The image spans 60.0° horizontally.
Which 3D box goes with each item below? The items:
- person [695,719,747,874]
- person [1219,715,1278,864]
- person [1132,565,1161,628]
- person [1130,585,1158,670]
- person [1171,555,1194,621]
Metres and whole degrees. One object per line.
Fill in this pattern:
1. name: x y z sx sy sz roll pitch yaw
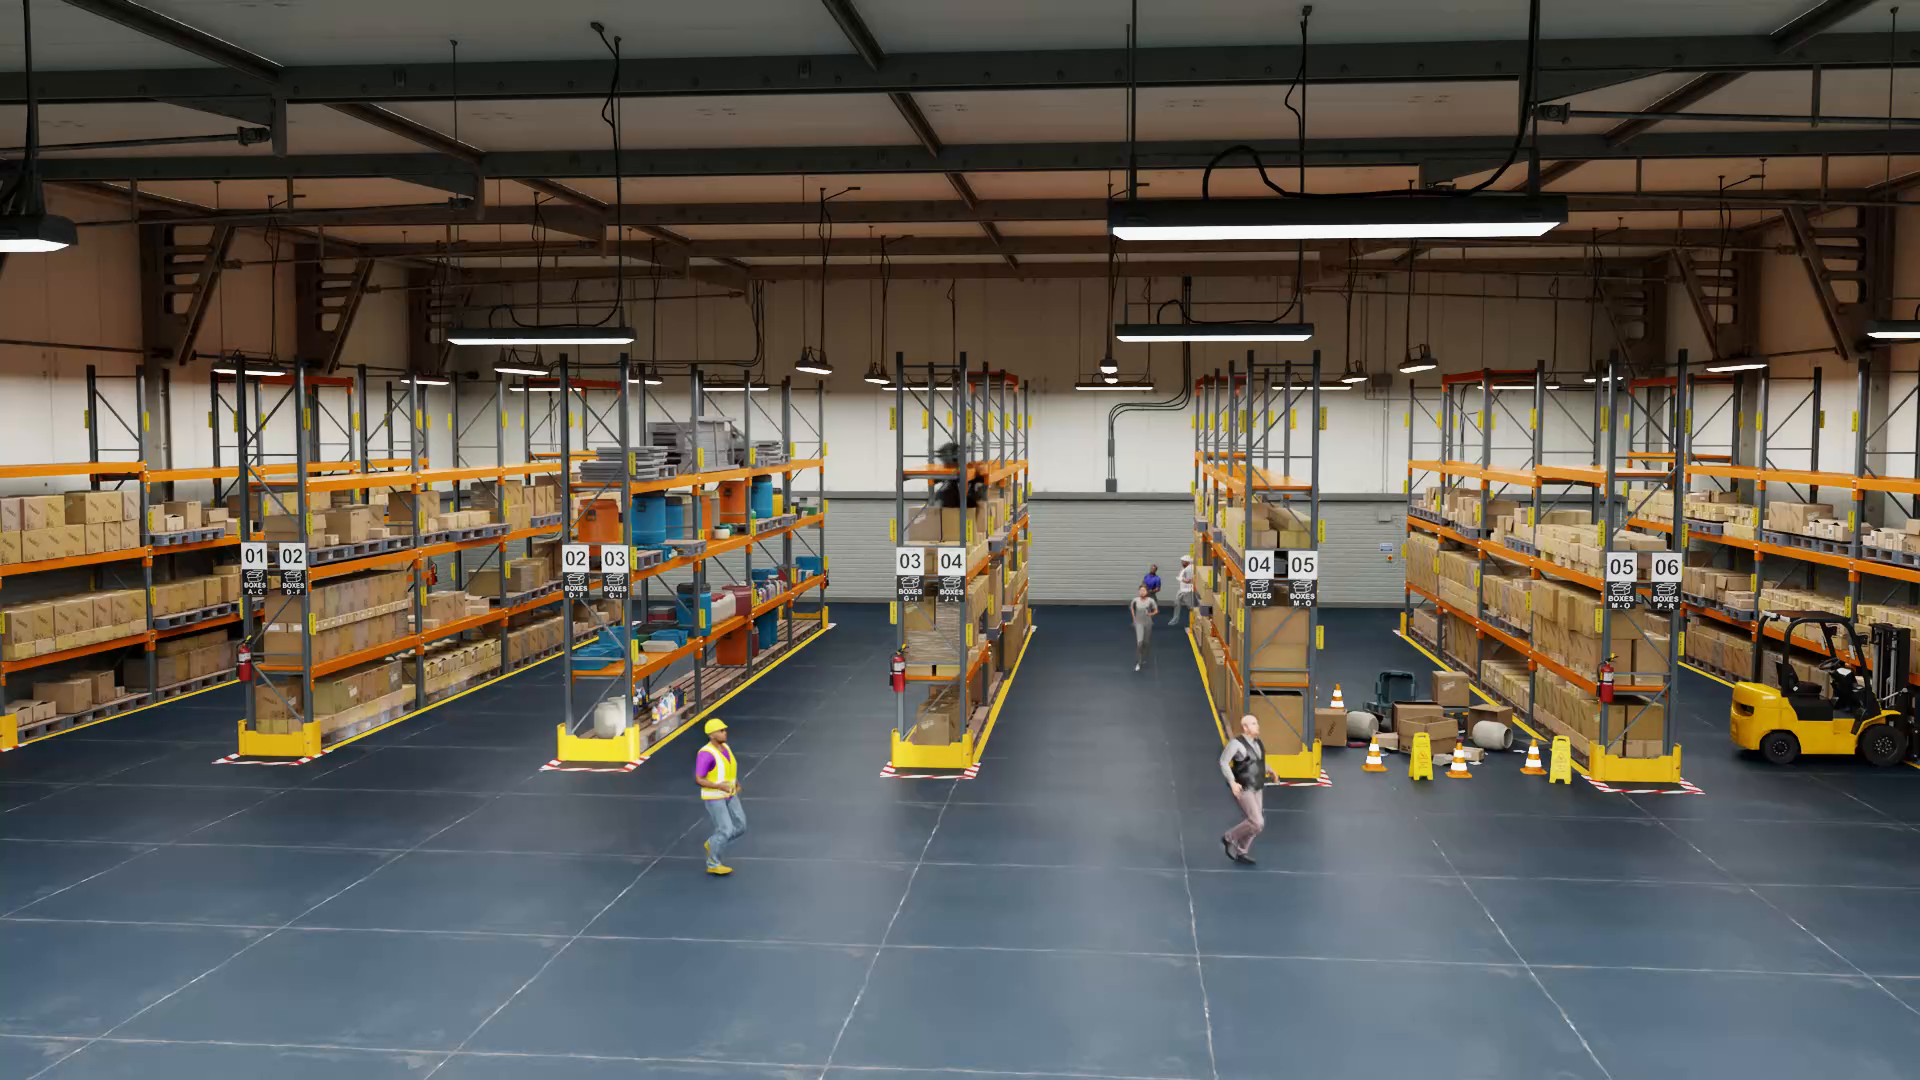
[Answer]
1. person: -2.624 2.831 18.377 0.589 1.720 0.692 2 4 25
2. person: 3.287 2.824 18.816 0.571 1.689 0.672 4 5 42
3. person: 4.498 1.370 40.139 0.783 1.580 0.615 3 5 35
4. person: 3.749 1.766 33.807 0.561 1.718 0.744 0 4 3
5. person: 5.586 1.177 40.543 0.756 1.647 0.691 0 4 -3
